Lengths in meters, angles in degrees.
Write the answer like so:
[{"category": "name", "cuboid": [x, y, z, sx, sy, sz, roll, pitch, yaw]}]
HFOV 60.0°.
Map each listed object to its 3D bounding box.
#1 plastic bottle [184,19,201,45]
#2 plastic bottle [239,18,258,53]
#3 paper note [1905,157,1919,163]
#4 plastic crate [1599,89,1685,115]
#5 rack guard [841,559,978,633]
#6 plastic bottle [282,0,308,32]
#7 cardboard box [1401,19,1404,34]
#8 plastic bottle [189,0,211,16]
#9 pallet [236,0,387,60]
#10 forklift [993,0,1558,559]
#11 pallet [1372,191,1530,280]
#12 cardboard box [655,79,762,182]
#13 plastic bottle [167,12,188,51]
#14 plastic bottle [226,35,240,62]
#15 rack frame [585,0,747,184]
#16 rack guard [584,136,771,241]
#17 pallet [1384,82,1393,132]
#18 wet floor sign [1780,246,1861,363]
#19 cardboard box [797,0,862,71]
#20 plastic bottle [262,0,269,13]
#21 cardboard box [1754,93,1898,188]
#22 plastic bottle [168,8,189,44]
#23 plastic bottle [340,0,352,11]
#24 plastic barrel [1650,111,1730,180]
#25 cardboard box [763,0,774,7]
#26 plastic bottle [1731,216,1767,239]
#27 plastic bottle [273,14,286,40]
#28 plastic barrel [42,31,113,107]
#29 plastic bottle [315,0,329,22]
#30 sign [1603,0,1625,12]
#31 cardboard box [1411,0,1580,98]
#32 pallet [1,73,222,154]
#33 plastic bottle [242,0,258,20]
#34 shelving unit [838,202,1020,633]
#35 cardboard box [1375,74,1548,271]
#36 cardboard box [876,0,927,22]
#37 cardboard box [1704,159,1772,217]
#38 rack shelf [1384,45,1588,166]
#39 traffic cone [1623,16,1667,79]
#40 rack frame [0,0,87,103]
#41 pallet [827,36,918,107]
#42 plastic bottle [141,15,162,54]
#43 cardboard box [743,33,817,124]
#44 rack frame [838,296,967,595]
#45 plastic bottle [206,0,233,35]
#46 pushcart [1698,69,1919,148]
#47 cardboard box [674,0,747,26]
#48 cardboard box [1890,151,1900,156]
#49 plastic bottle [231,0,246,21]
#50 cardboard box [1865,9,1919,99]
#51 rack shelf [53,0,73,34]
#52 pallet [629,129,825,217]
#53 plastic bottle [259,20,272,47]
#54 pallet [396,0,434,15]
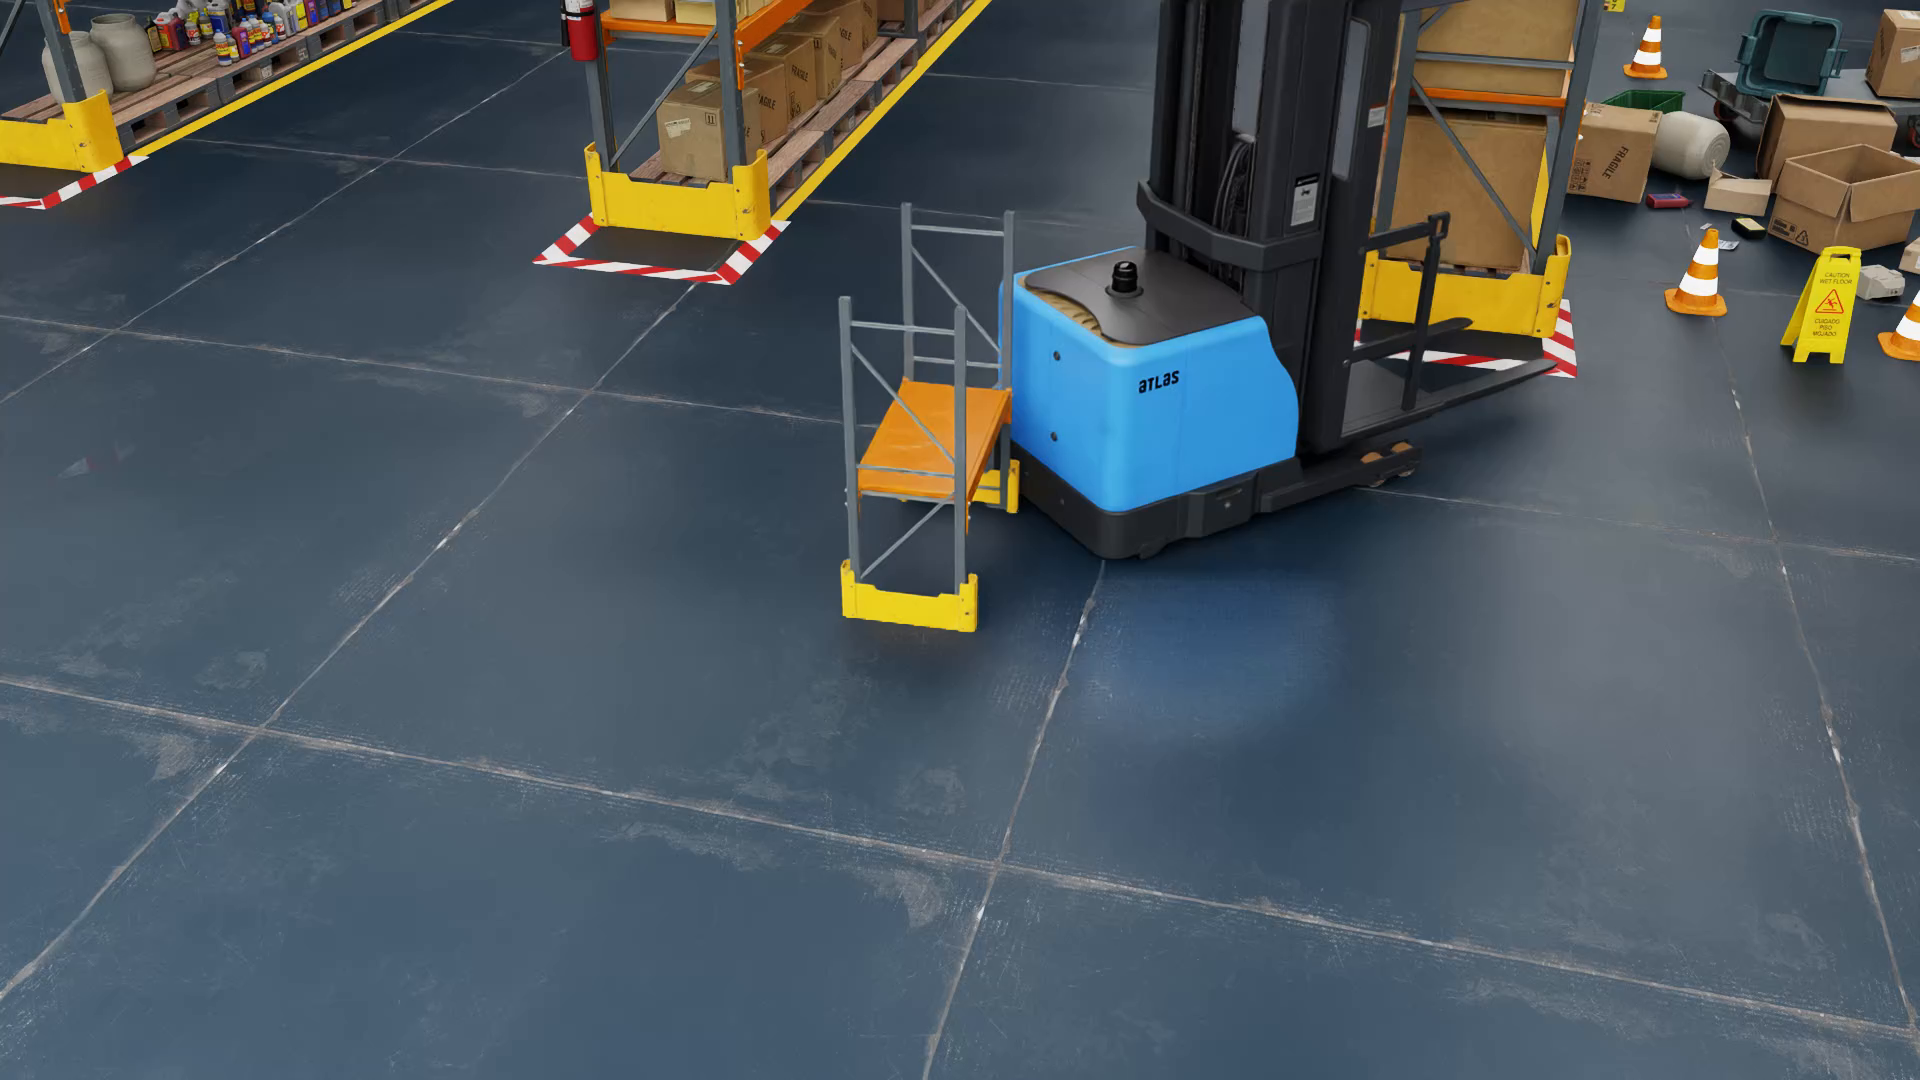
[{"category": "plastic bottle", "cuboid": [-6.365, -4.215, 13.783, 0.097, 0.201, 0.097, 0, 32, 0]}, {"category": "plastic bottle", "cuboid": [-5.810, -4.116, 13.562, 0.097, 0.271, 0.097, 0, 32, 0]}, {"category": "paper note", "cuboid": [6.949, -2.762, 12.066, 0.148, 0.019, 0.142, 8, 33, 12]}, {"category": "plastic crate", "cuboid": [5.143, -3.248, 12.631, 0.662, 0.188, 0.450, -28, 32, -37]}, {"category": "rack guard", "cuboid": [-0.218, 0.240, 7.139, 0.587, 0.250, 0.087, 7, 33, 10]}, {"category": "plastic bottle", "cuboid": [-5.658, -4.509, 14.105, 0.144, 0.351, 0.185, 8, 33, 12]}, {"category": "cardboard box", "cuboid": [3.467, -3.175, 11.537, 0.875, 0.875, 0.875, 8, 33, 13]}, {"category": "plastic bottle", "cuboid": [-6.405, -4.468, 14.042, 0.144, 0.351, 0.185, 8, 33, 12]}, {"category": "pallet", "cuboid": [-5.854, -4.562, 14.729, 1.003, 0.211, 1.213, 8, 33, 12]}, {"category": "forklift", "cuboid": [1.695, -1.724, 7.729, 3.031, 2.935, 1.130, -18, 36, -25]}, {"category": "pallet", "cuboid": [3.032, -1.852, 10.467, 1.003, 0.211, 1.213, 8, 33, 12]}, {"category": "cardboard box", "cuboid": [-1.693, -2.776, 11.258, 0.500, 0.500, 0.500, 14, 35, 21]}, {"category": "plastic bottle", "cuboid": [-6.422, -4.171, 13.636, 0.061, 0.283, 0.133, 8, 33, 12]}, {"category": "plastic bottle", "cuboid": [-5.870, -3.963, 13.386, 0.097, 0.201, 0.097, 0, 32, 0]}, {"category": "rack frame", "cuboid": [-1.867, -3.331, 10.194, 1.000, 3.000, 0.127, 8, 33, 12]}, {"category": "rack guard", "cuboid": [-1.848, -2.316, 10.927, 1.175, 0.500, 0.348, 8, 33, 12]}, {"category": "pallet", "cuboid": [3.651, -3.119, 12.459, 1.003, 0.211, 1.213, 8, 33, 12]}, {"category": "wet floor sign", "cuboid": [4.813, -1.326, 9.234, 0.267, 0.644, 0.232, 3, 33, 4]}, {"category": "cardboard box", "cuboid": [-1.130, -4.029, 13.230, 0.500, 0.500, 0.500, 19, 37, 27]}, {"category": "plastic bottle", "cuboid": [-5.806, -4.411, 14.014, 0.061, 0.283, 0.133, 8, 33, 12]}, {"category": "cardboard box", "cuboid": [5.945, -2.729, 11.446, 0.797, 0.637, 0.503, 8, 33, 12]}, {"category": "plastic bottle", "cuboid": [-6.490, -4.254, 13.774, 0.152, 0.276, 0.135, 7, 33, 11]}, {"category": "plastic bottle", "cuboid": [-5.446, -4.826, 14.668, 0.061, 0.283, 0.133, 10, 34, 15]}, {"category": "plastic barrel", "cuboid": [5.116, -2.795, 11.751, 0.421, 0.421, 0.512, -21, 38, -29]}, {"category": "cardboard box", "cuboid": [-1.404, -3.596, 10.844, 0.380, 0.149, 0.250, 8, 33, 12]}, {"category": "plastic bottle", "cuboid": [5.171, -2.062, 10.937, 0.133, 0.061, 0.283, -3, 33, -4]}, {"category": "plastic bottle", "cuboid": [-5.707, -4.297, 13.911, 0.097, 0.201, 0.097, 0, 32, 0]}, {"category": "plastic barrel", "cuboid": [-6.565, -3.485, 12.364, 0.421, 0.512, 0.421, 0, 32, 0]}, {"category": "plastic bottle", "cuboid": [-5.576, -4.676, 14.369, 0.144, 0.351, 0.185, 6, 33, 10]}, {"category": "sign", "cuboid": [3.440, -2.924, 8.672, 0.100, 0.325, 0.005, 8, 33, 12]}, {"category": "cardboard box", "cuboid": [2.955, -2.866, 9.322, 0.875, 0.550, 0.550, 8, 33, 12]}, {"category": "pallet", "cuboid": [-6.473, -3.296, 12.737, 1.003, 0.211, 1.213, 8, 33, 12]}, {"category": "plastic bottle", "cuboid": [-6.169, -4.662, 14.420, 0.097, 0.271, 0.097, 0, 32, 0]}, {"category": "shelving unit", "cuboid": [-0.114, -0.549, 7.215, 0.587, 1.500, 1.083, 7, 33, 10]}, {"category": "cardboard box", "cuboid": [3.013, -2.245, 10.075, 0.875, 0.875, 0.875, 8, 33, 13]}, {"category": "cardboard box", "cuboid": [-0.675, -4.854, 14.509, 0.700, 0.500, 0.500, 6, 33, 9]}, {"category": "cardboard box", "cuboid": [5.265, -2.383, 11.251, 0.396, 0.266, 0.258, 14, 35, 21]}, {"category": "rack shelf", "cuboid": [3.412, -3.338, 10.875, 1.077, 0.370, 4.000, 8, 33, 12]}, {"category": "traffic cone", "cuboid": [5.721, -4.099, 13.767, 0.336, 0.463, 0.334, 8, 33, 12]}, {"category": "rack frame", "cuboid": [-6.658, -4.006, 11.255, 1.000, 3.000, 0.127, 8, 33, 12]}, {"category": "pallet", "cuboid": [-0.988, -3.877, 13.652, 1.003, 0.211, 1.213, 8, 33, 12]}, {"category": "plastic bottle", "cuboid": [-6.604, -4.121, 13.558, 0.061, 0.283, 0.133, 9, 33, 14]}, {"category": "cardboard box", "cuboid": [-1.397, -3.413, 12.261, 0.500, 0.500, 0.500, 11, 34, 17]}, {"category": "rack frame", "cuboid": [-0.222, -0.277, 6.788, 0.500, 1.500, 0.032, 7, 33, 10]}, {"category": "plastic bottle", "cuboid": [-6.255, -4.430, 14.051, 0.152, 0.276, 0.135, 8, 33, 12]}, {"category": "pushcart", "cuboid": [6.515, -3.236, 12.488, 1.648, 0.377, 0.936, -3, 33, -4]}, {"category": "cardboard box", "cuboid": [-1.564, -3.341, 10.443, 0.380, 0.149, 0.250, 8, 33, 12]}, {"category": "cardboard box", "cuboid": [6.451, -2.774, 11.865, 0.258, 0.266, 0.396, -14, 35, -21]}, {"category": "plastic bottle", "cuboid": [-6.297, -4.689, 14.389, 0.144, 0.351, 0.185, 7, 33, 10]}, {"category": "cardboard box", "cuboid": [7.004, -3.549, 12.161, 0.500, 0.500, 0.500, 8, 33, 12]}, {"category": "rack shelf", "cuboid": [-6.150, -4.740, 13.081, 1.077, 0.370, 4.000, 8, 33, 12]}, {"category": "pallet", "cuboid": [-1.608, -2.611, 11.660, 1.003, 0.211, 1.213, 8, 33, 12]}, {"category": "plastic bottle", "cuboid": [-5.759, -4.190, 13.743, 0.097, 0.201, 0.097, 0, 32, 0]}, {"category": "pallet", "cuboid": [-5.481, -5.317, 15.918, 1.003, 0.211, 1.213, 8, 33, 12]}]
